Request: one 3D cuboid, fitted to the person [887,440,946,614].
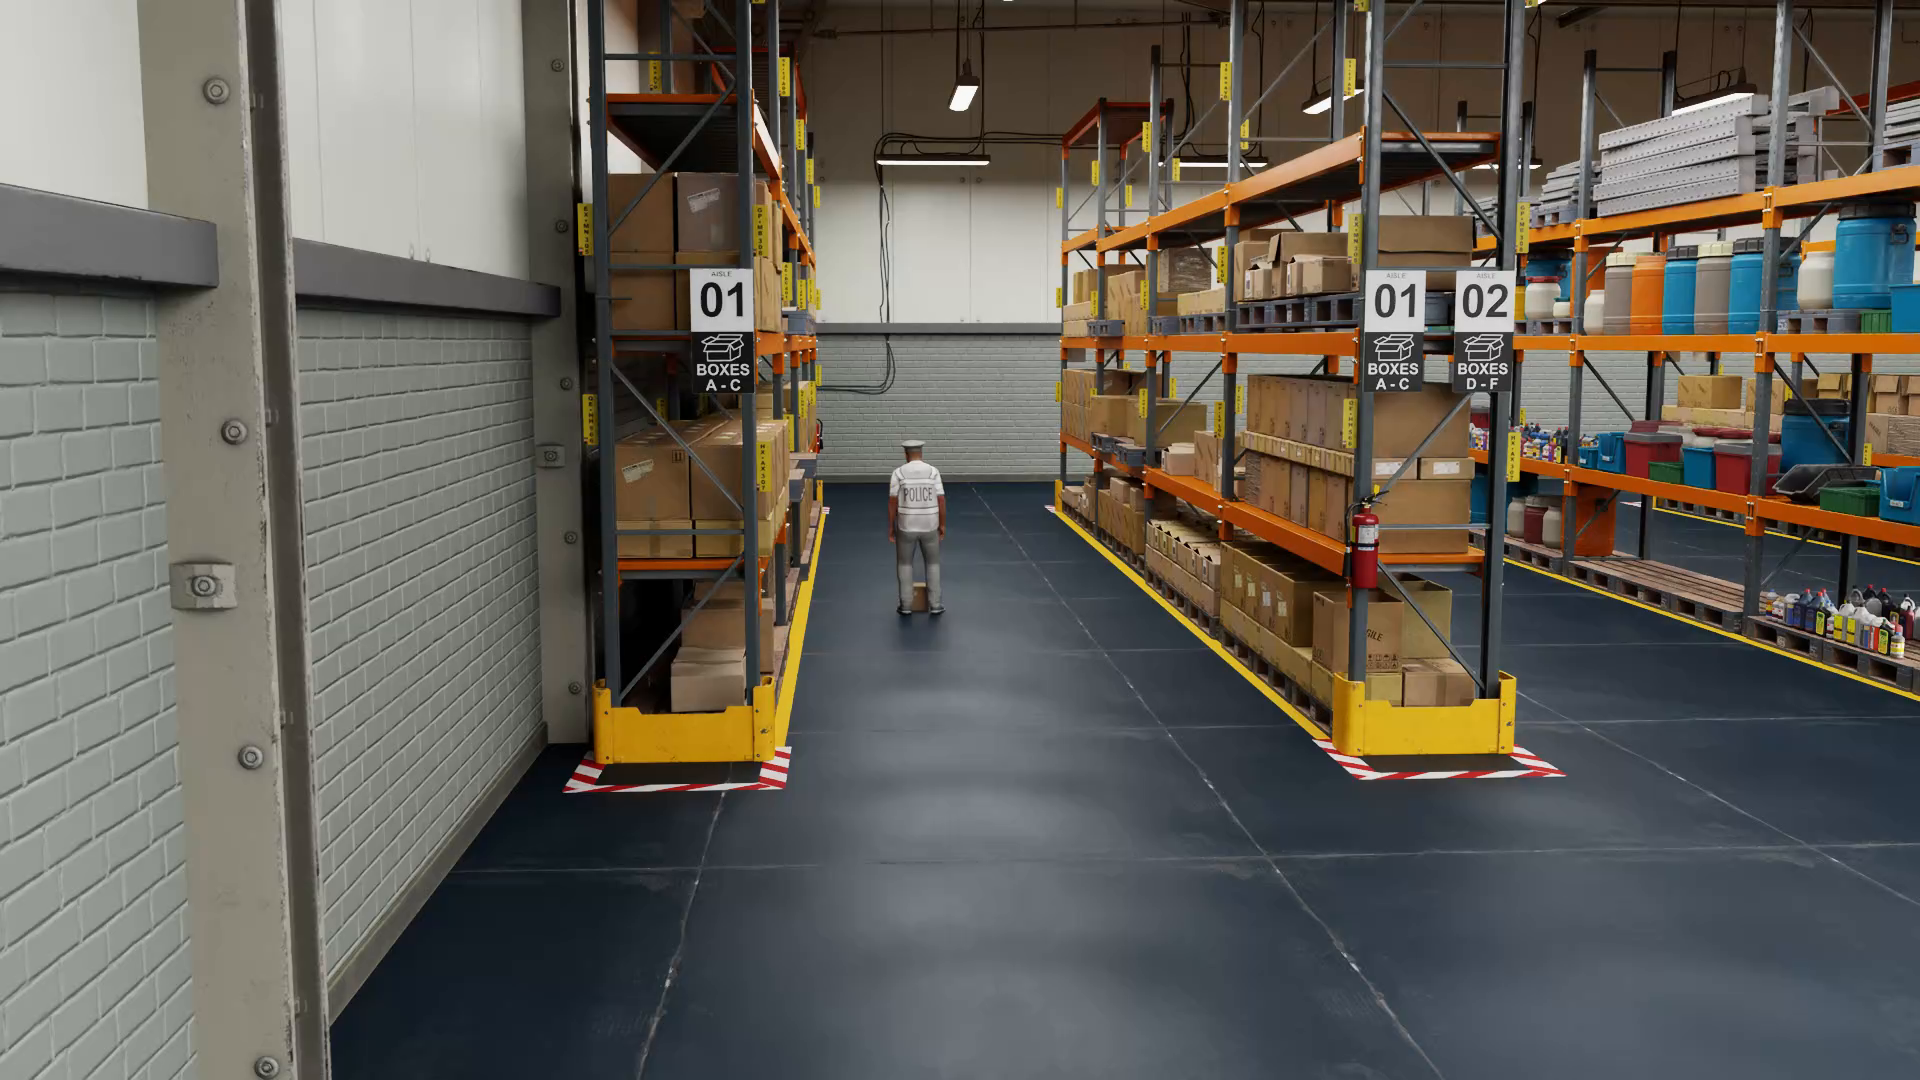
[{"bbox_3d":[-0.436,-0.128,16.772,0.606,1.750,0.437,-1,7,-7],"label":"person"}]
